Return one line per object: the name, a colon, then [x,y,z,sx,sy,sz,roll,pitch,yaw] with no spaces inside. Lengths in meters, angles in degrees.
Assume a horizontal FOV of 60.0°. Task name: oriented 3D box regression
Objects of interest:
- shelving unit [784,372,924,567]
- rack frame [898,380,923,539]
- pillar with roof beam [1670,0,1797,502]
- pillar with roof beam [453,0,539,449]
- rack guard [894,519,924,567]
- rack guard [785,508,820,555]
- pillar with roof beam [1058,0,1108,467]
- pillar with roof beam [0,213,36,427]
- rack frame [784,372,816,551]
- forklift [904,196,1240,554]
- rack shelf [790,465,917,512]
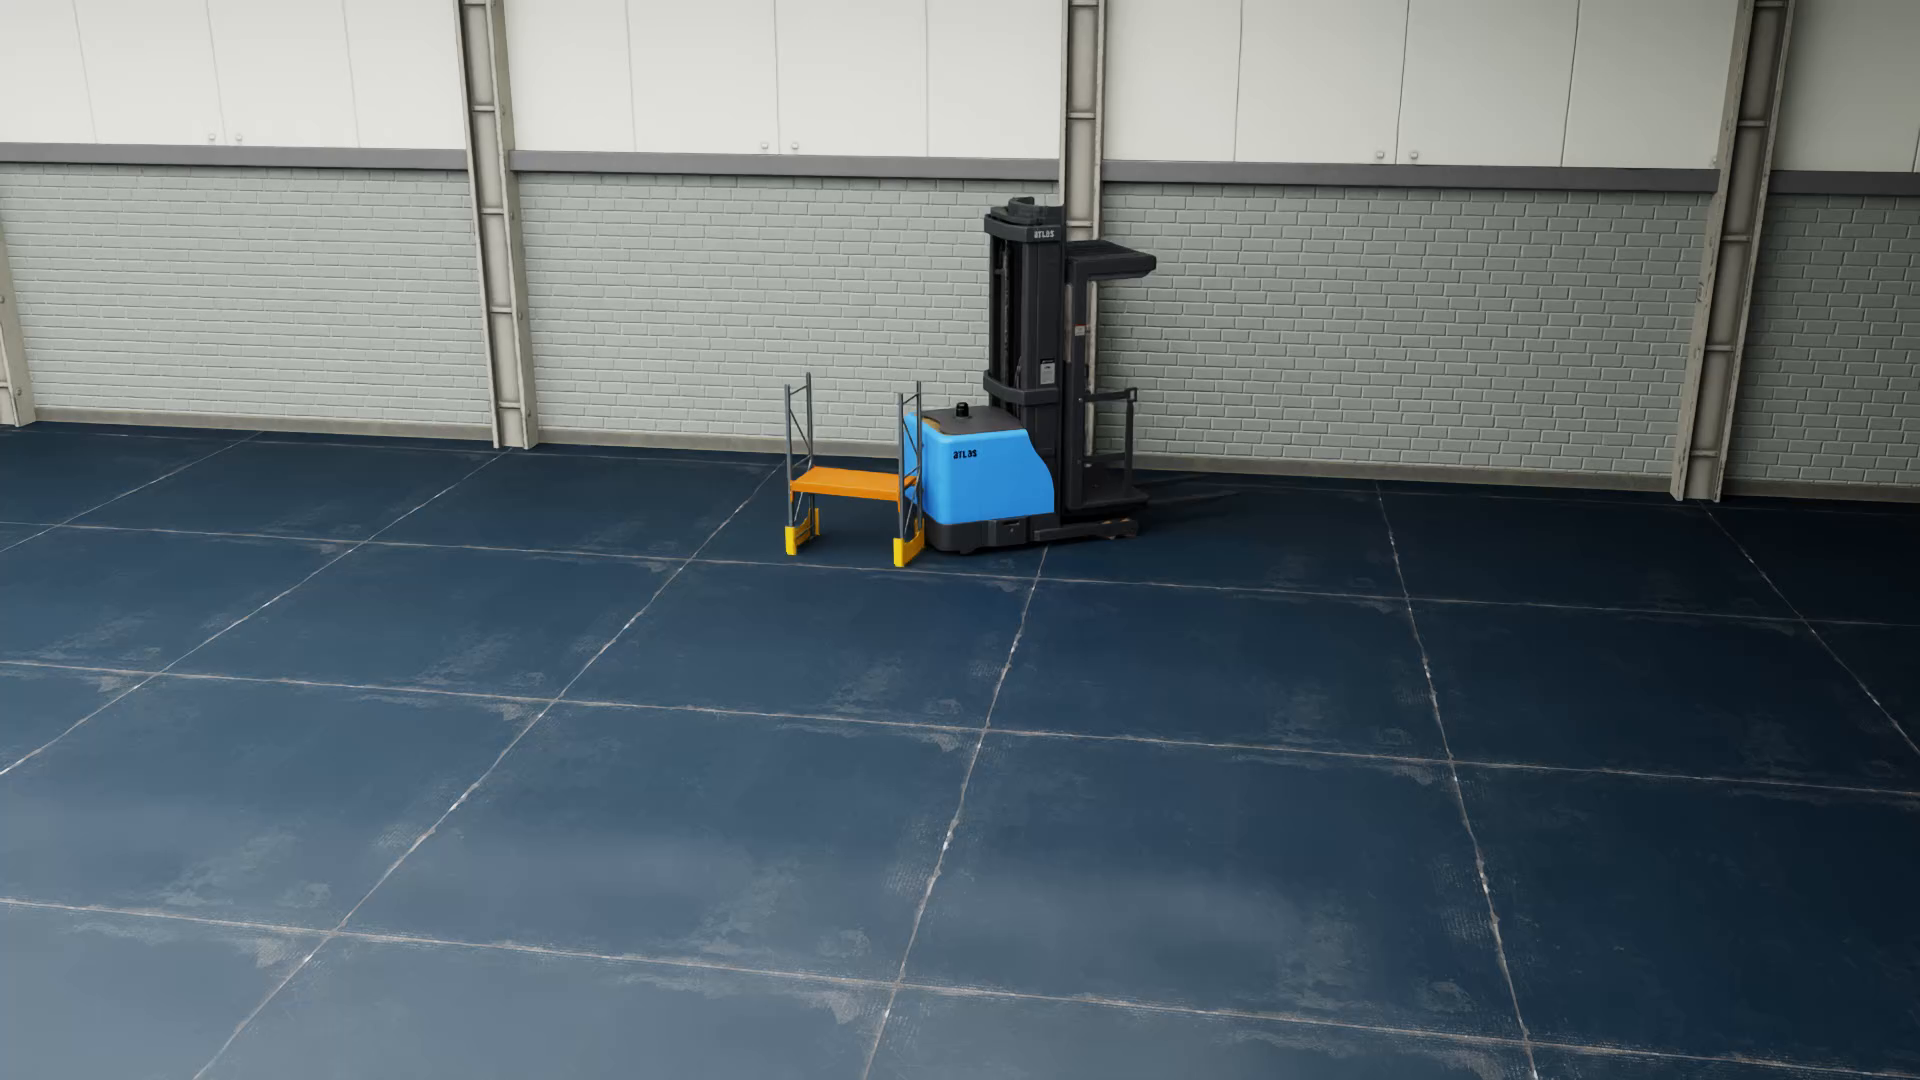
shelving unit: [-0.911,-0.620,14.294,1.083,1.500,0.587,6,19,17]
rack frame: [-0.419,-0.569,14.141,0.032,1.500,0.500,6,19,17]
pillar with roof beam: [6.407,-3.337,10.594,0.400,9.000,9.100,3,19,9]
pillar with roof beam: [-5.441,-3.941,12.399,0.400,9.000,9.100,3,19,9]
rack guard: [-0.437,0.021,14.345,0.087,0.250,0.587,6,19,17]
rack guard: [-1.384,-0.077,14.639,0.087,0.250,0.587,6,19,17]
pillar with roof beam: [0.483,-3.639,11.497,0.400,9.000,9.100,3,19,9]
pillar with roof beam: [-11.365,-4.243,13.302,0.400,9.000,9.100,3,19,9]
rack frame: [-1.385,-0.670,14.441,0.032,1.500,0.500,6,19,17]
forklift: [1.064,-1.541,14.788,3.031,2.935,1.130,-7,20,-20]
rack shelf: [-0.902,-0.449,14.348,1.000,0.185,0.538,6,19,17]
